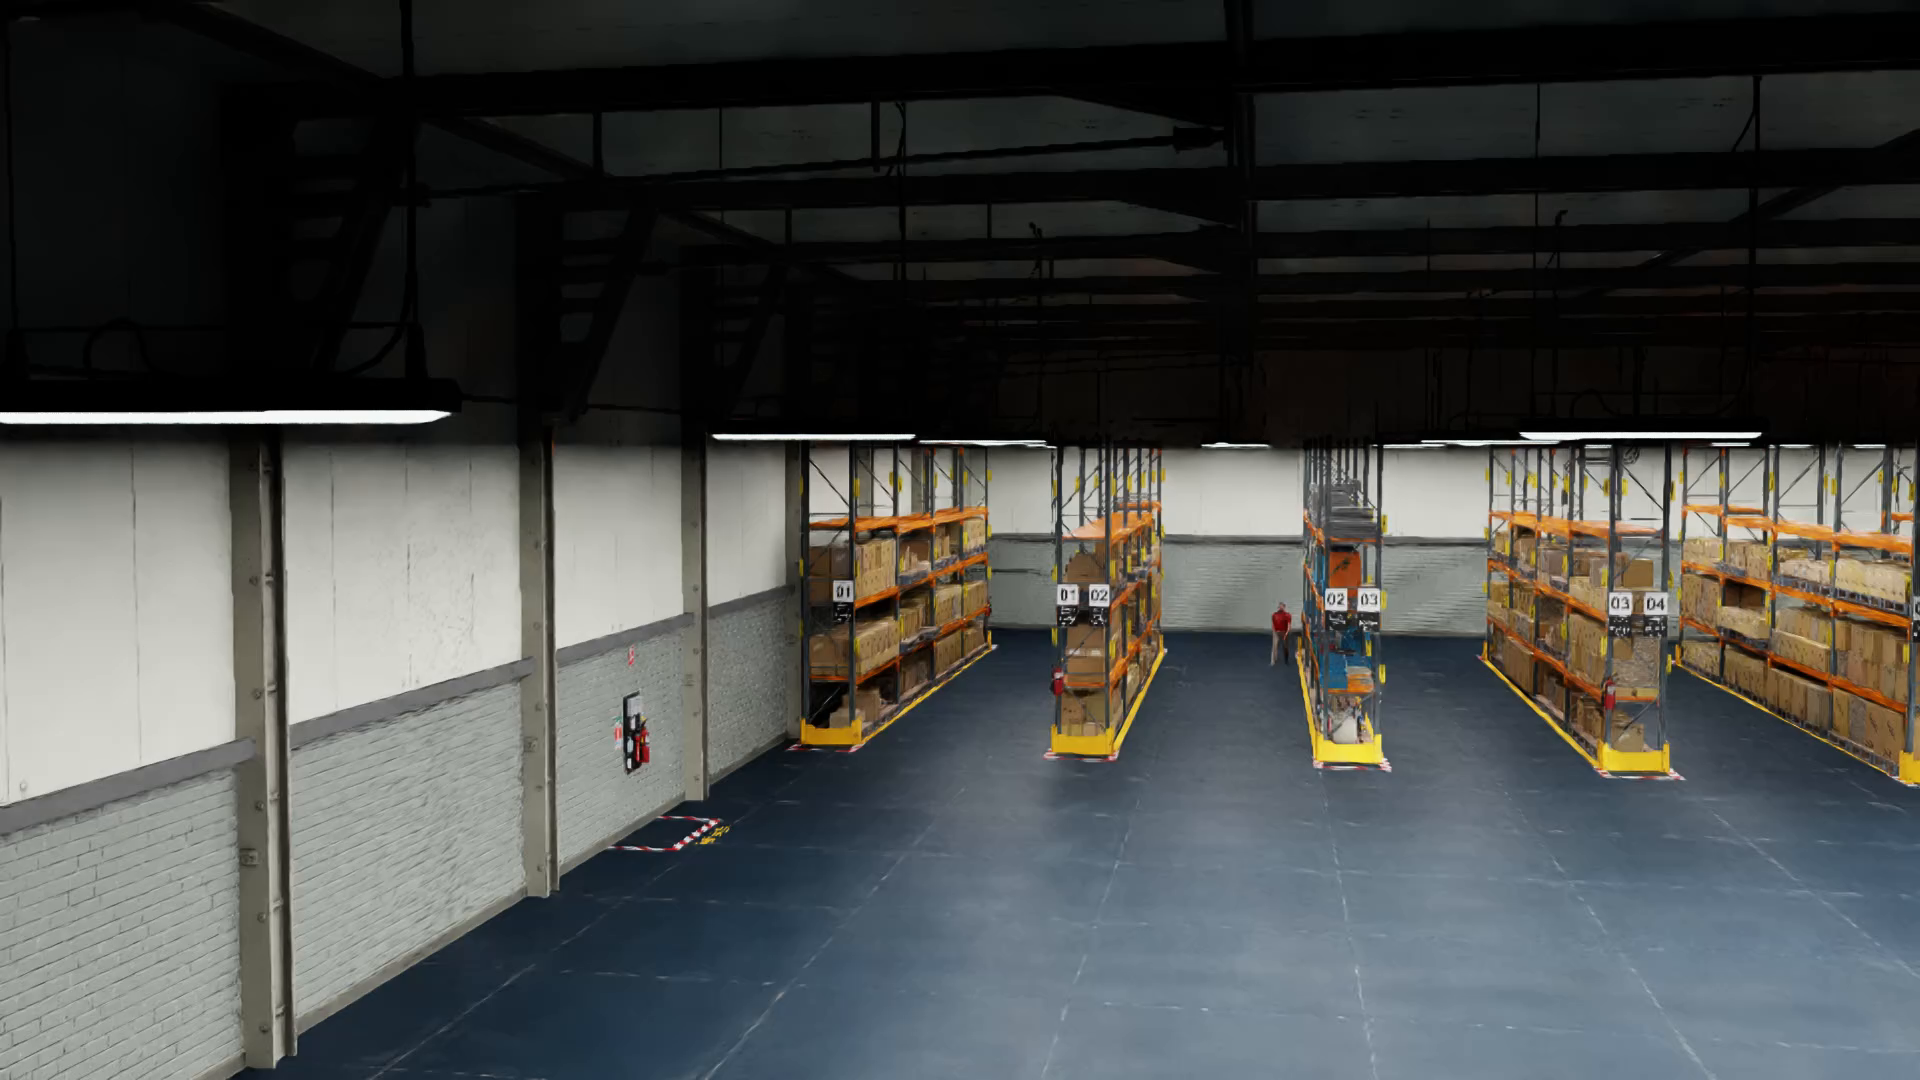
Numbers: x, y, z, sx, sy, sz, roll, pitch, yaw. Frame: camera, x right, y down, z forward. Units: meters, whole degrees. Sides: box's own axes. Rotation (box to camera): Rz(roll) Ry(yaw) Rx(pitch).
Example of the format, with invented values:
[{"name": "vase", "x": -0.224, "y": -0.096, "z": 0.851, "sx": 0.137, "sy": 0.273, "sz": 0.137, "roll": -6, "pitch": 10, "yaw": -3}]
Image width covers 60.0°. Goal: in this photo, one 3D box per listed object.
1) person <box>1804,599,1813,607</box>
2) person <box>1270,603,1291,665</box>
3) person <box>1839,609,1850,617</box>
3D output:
[{"name": "person", "x": 23.466, "y": 2.418, "z": 45.888, "sx": 0.568, "sy": 1.661, "sz": 0.507, "roll": -2, "pitch": 4, "yaw": -32}, {"name": "person", "x": 8.540, "y": 2.489, "z": 44.196, "sx": 0.533, "sy": 1.657, "sz": 1.040, "roll": 1, "pitch": 3, "yaw": 19}, {"name": "person", "x": 22.459, "y": 2.552, "z": 42.181, "sx": 0.473, "sy": 1.812, "sz": 0.582, "roll": 1, "pitch": 3, "yaw": 19}]
